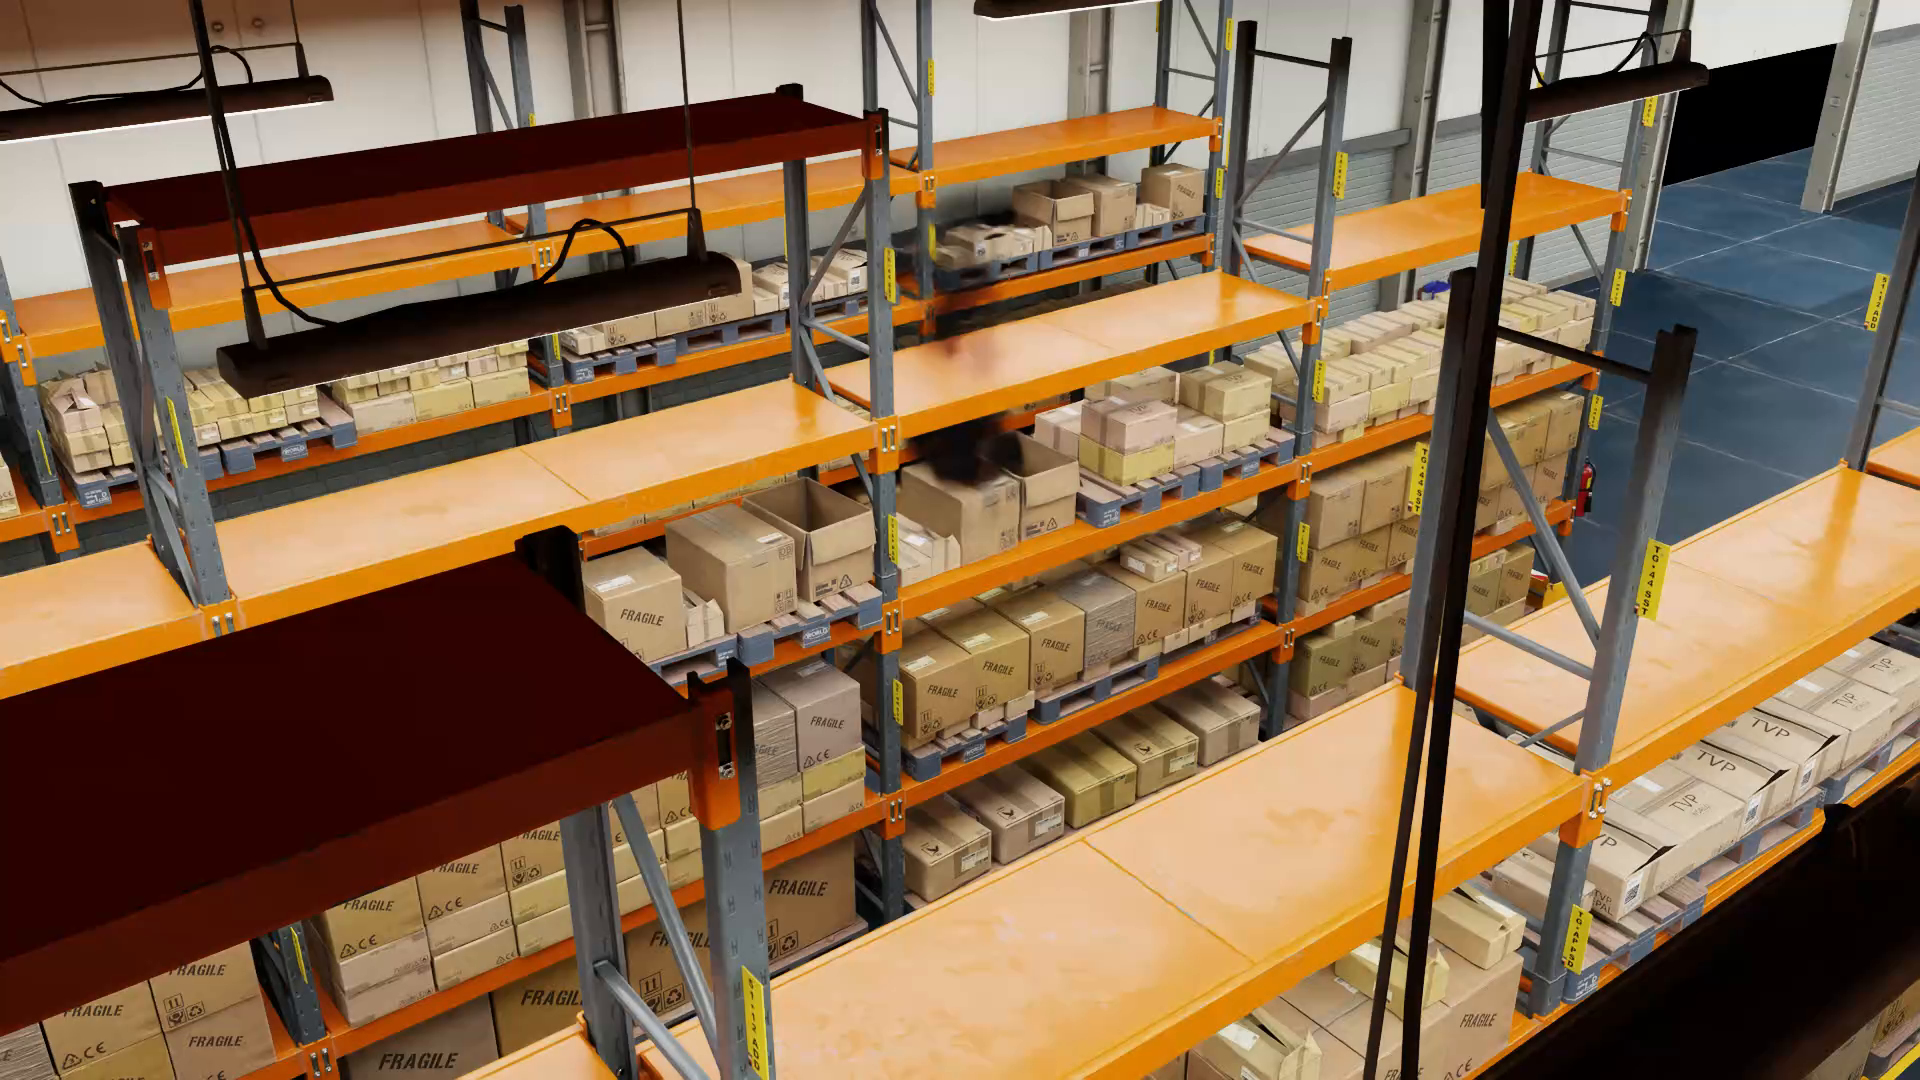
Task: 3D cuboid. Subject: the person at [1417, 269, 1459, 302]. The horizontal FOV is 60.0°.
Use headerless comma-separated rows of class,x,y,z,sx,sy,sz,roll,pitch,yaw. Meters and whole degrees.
person,6.190,-2.769,22.045,0.966,1.616,0.617,-14,29,-26
